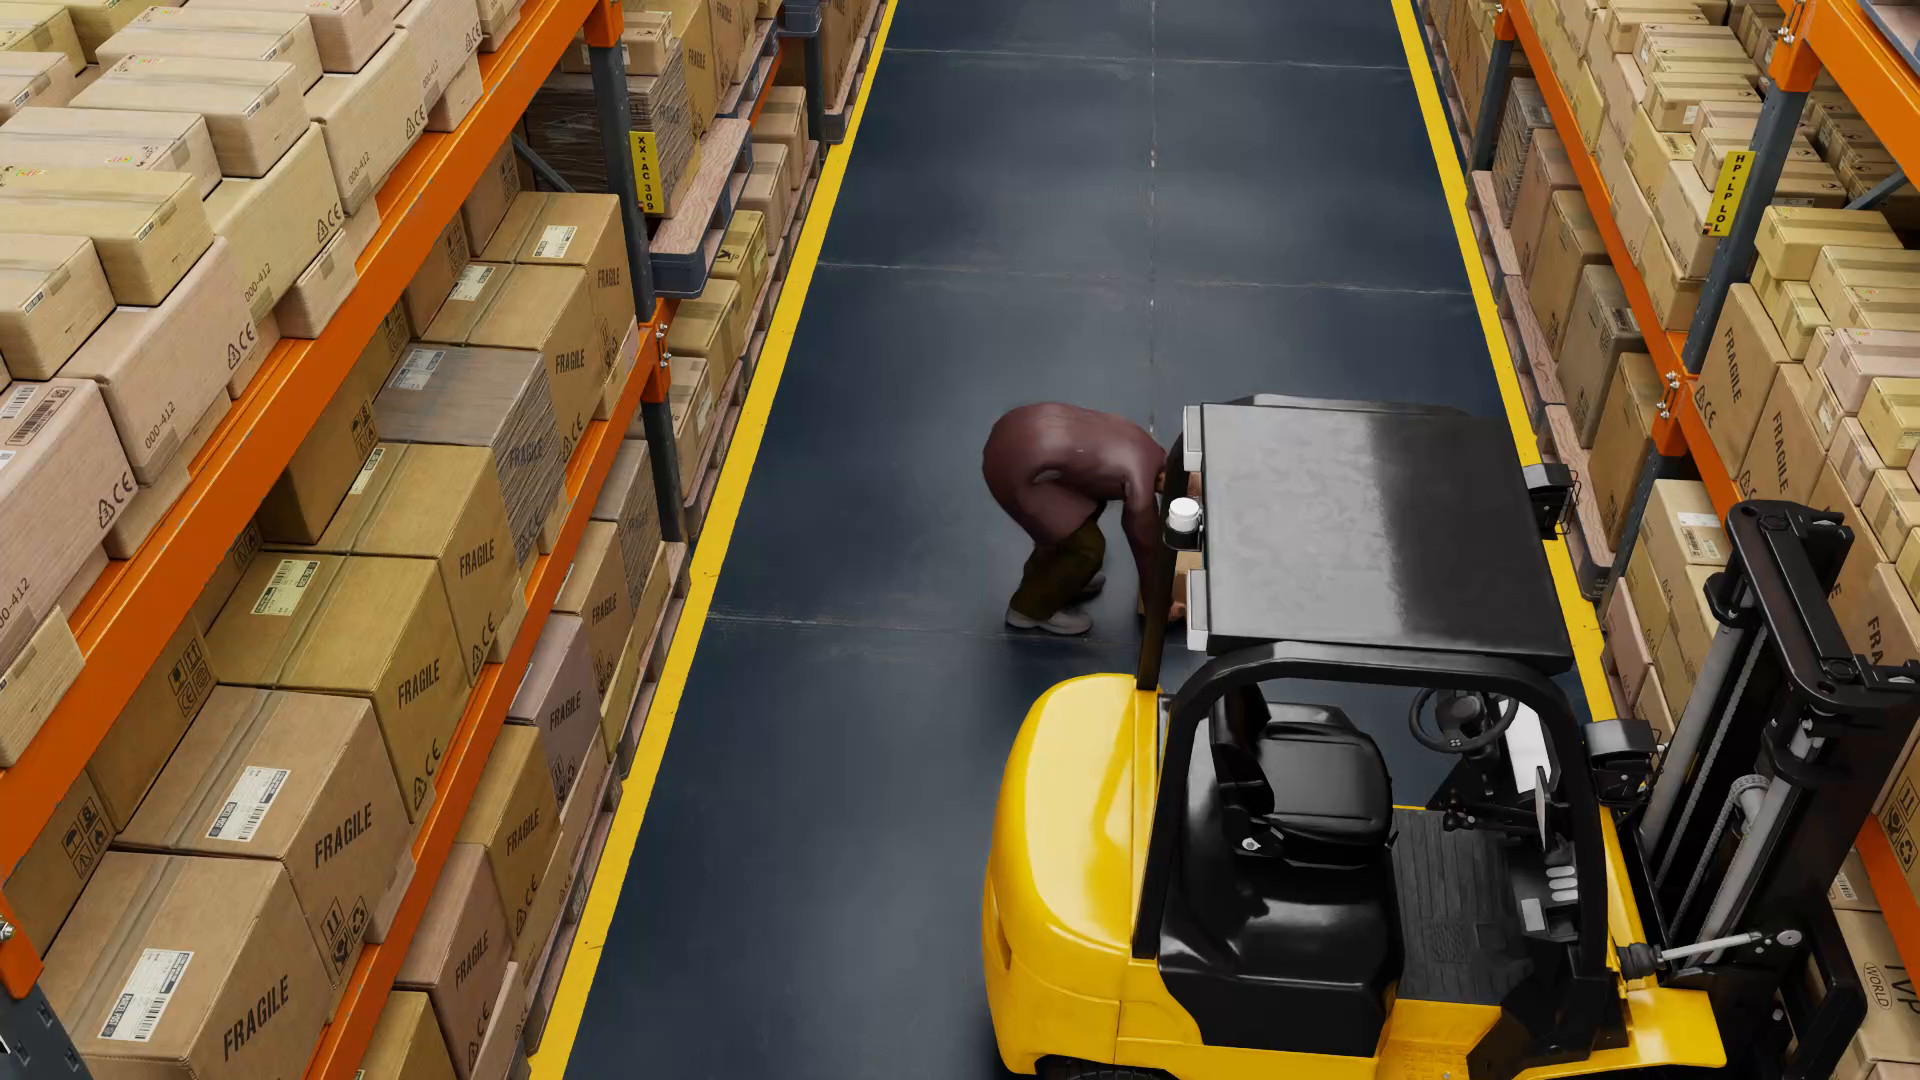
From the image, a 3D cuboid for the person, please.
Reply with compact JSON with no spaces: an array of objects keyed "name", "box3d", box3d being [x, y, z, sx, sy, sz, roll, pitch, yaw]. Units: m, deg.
[{"name":"person","box3d":[0.561,-0.104,6.894,0.942,1.010,0.582,1,40,2]}]
